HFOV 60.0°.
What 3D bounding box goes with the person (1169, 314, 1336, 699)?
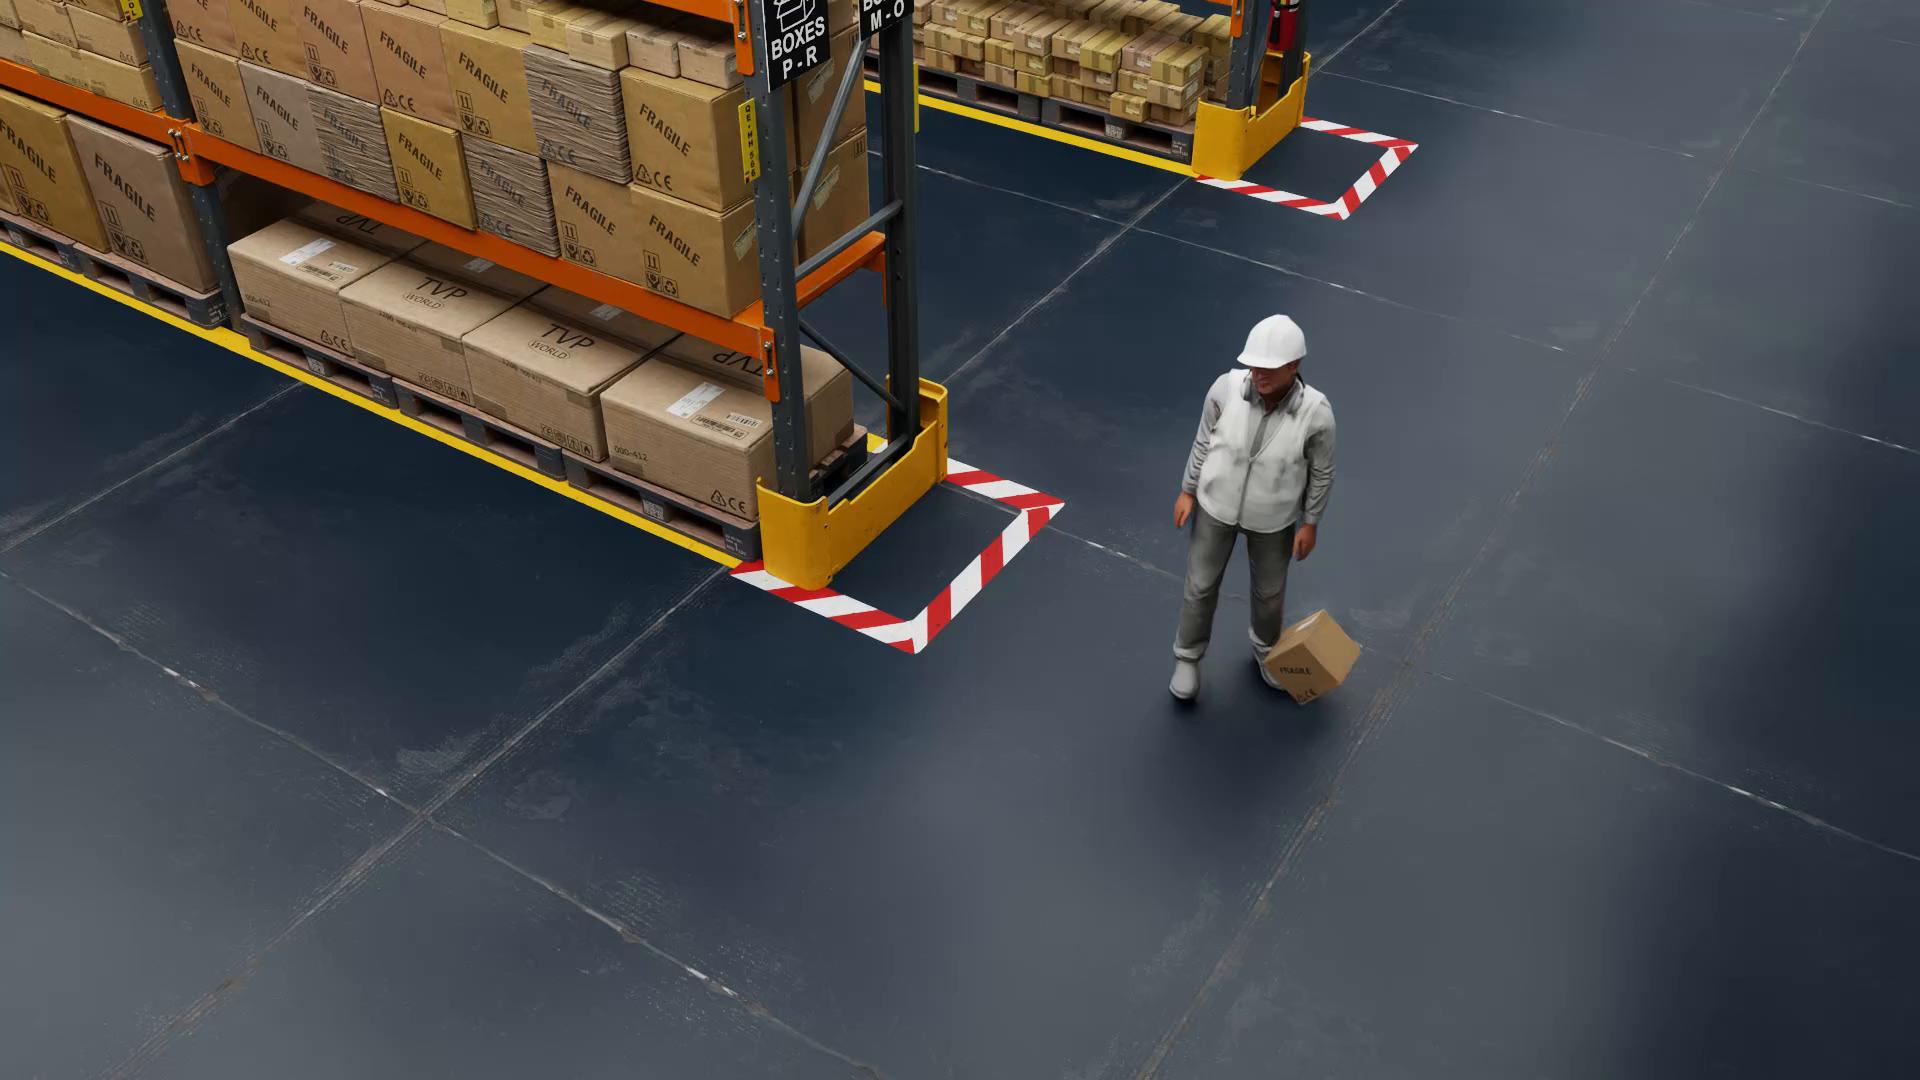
[{"bbox_3d":[1.168,-0.099,6.741,0.622,1.778,0.525,13,40,15],"label":"person"}]
